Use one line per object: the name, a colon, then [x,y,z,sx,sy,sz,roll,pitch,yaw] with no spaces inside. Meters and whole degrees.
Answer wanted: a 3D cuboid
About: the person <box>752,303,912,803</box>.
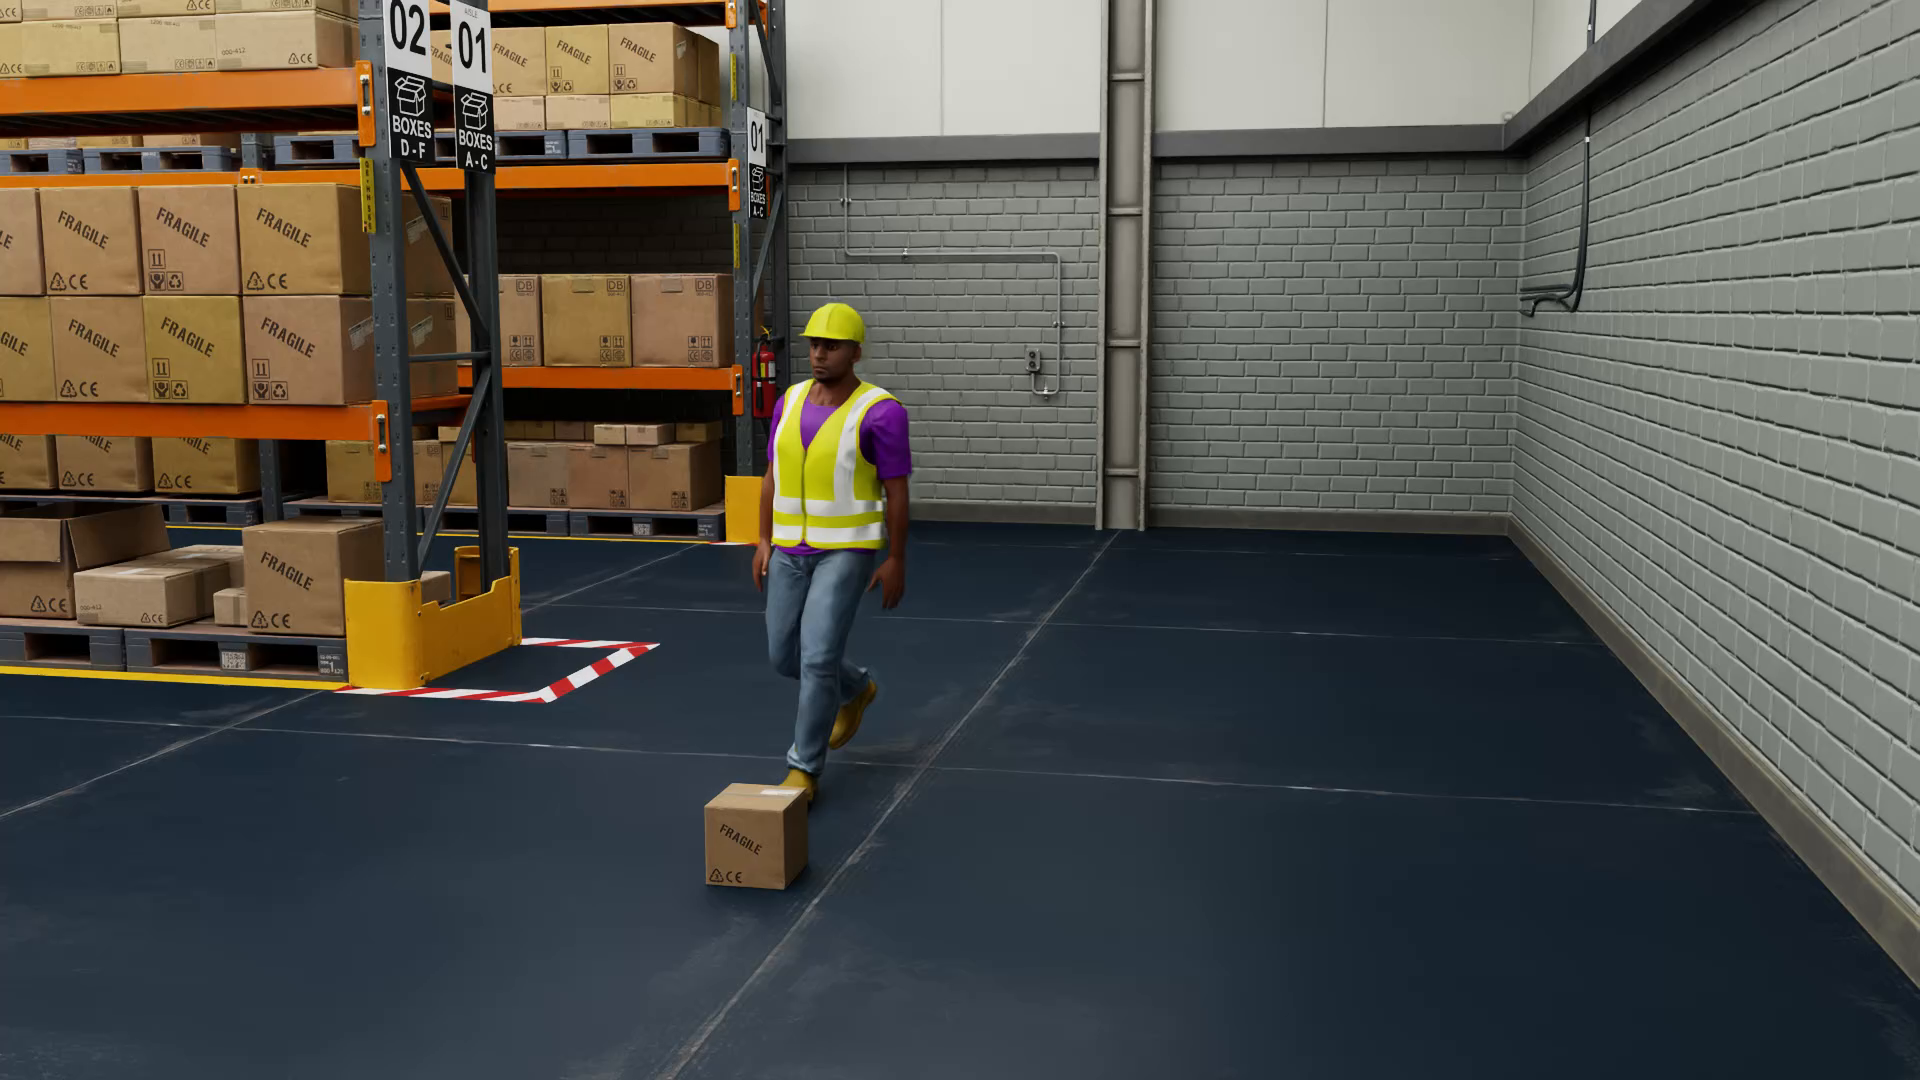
person: [-0.466,0.027,5.997,0.608,1.744,0.796,5,9,32]
